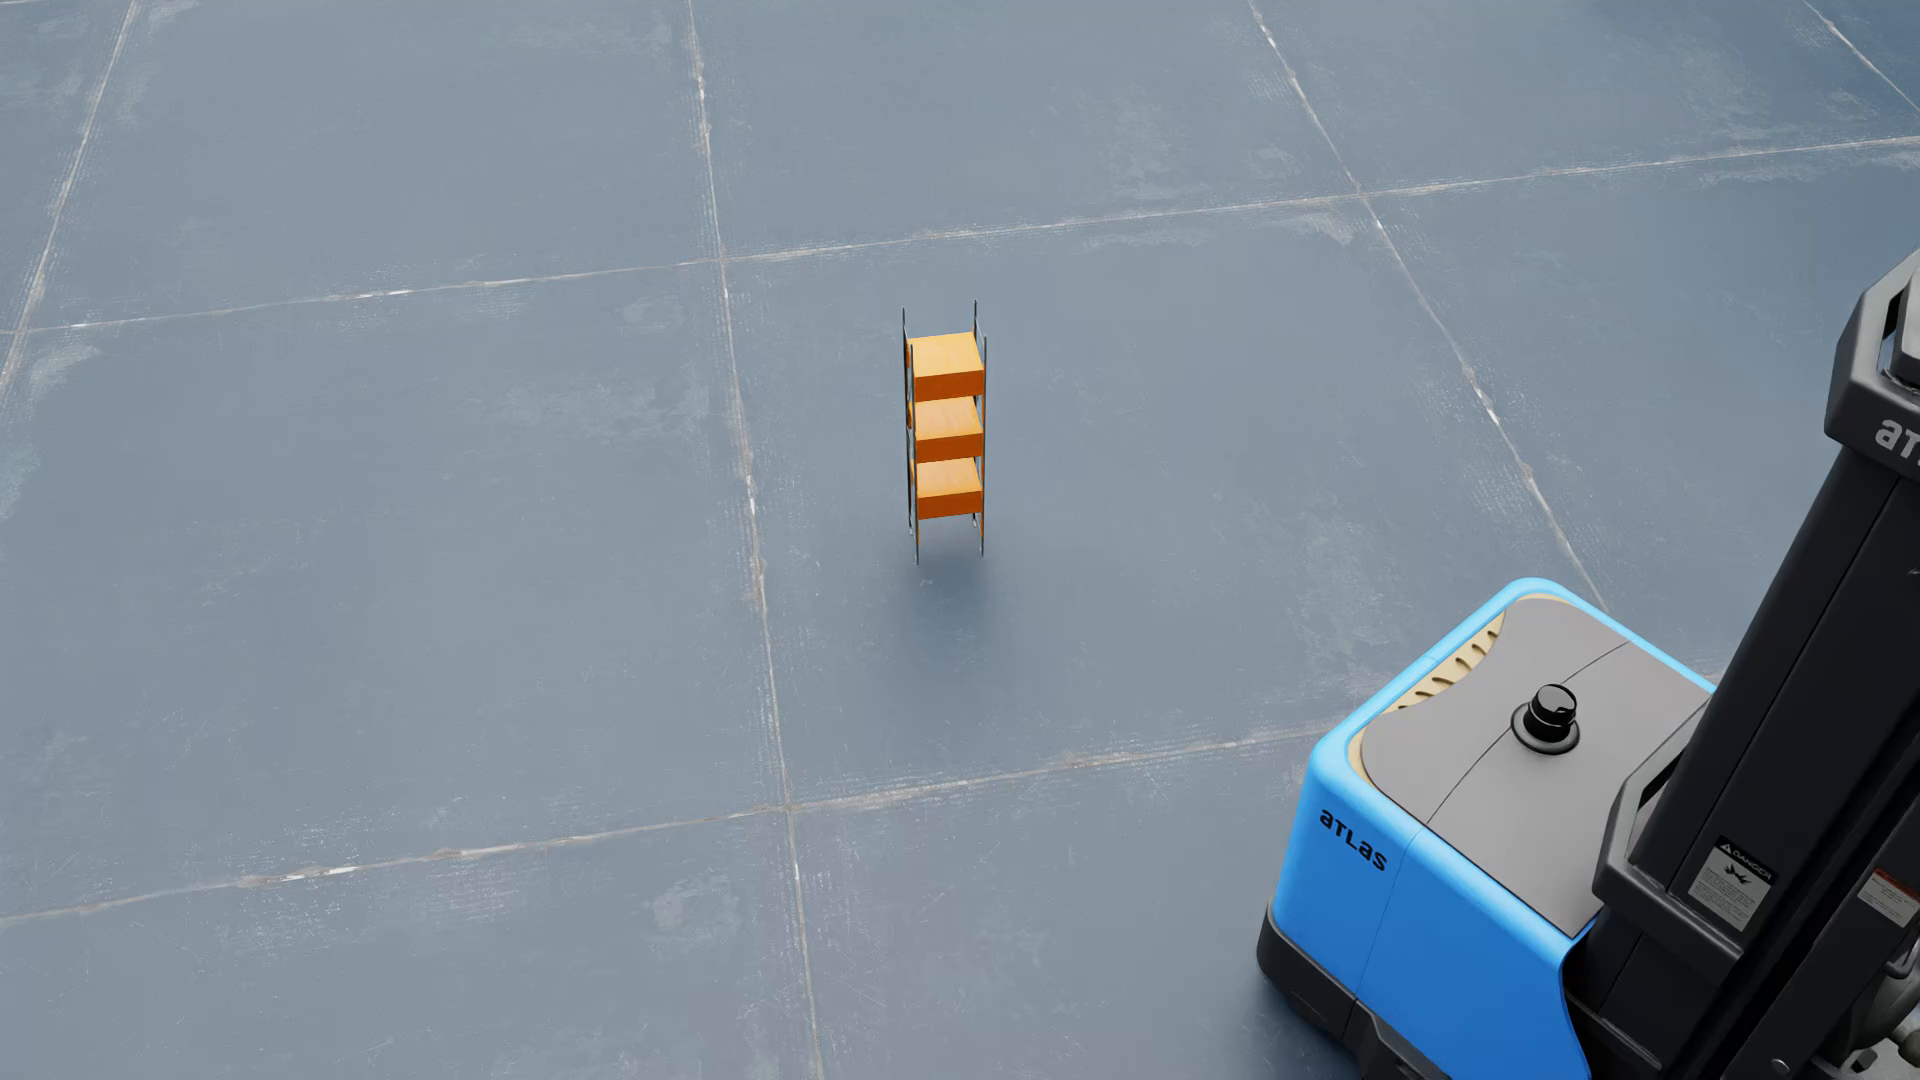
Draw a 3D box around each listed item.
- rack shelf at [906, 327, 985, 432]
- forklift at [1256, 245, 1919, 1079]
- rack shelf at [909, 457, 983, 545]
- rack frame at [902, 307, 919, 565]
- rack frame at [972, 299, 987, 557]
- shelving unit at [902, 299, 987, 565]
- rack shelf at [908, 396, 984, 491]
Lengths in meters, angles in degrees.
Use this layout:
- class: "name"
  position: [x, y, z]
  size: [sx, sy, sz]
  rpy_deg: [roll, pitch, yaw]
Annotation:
- class: "rack shelf"
  position: [-0.053, -0.547, 5.669]
  size: [0.240, 0.259, 0.215]
  rpy_deg: [-7, 46, -7]
- class: "forklift"
  position: [2.237, 0.832, 3.413]
  size: [1.130, 2.935, 3.031]
  rpy_deg: [-33, 54, -27]
- class: "rack shelf"
  position: [-0.053, -0.158, 6.073]
  size: [0.240, 0.259, 0.215]
  rpy_deg: [-7, 46, -7]
- class: "rack frame"
  position: [-0.173, -0.343, 5.851]
  size: [0.008, 1.050, 0.200]
  rpy_deg: [-7, 46, -7]
- class: "rack frame"
  position: [0.067, -0.373, 5.880]
  size: [0.008, 1.050, 0.200]
  rpy_deg: [-7, 46, -7]
- class: "shelving unit"
  position: [-0.053, -0.358, 5.866]
  size: [0.252, 1.050, 0.215]
  rpy_deg: [-7, 46, -7]
- class: "rack shelf"
  position: [-0.053, -0.350, 5.873]
  size: [0.240, 0.259, 0.215]
  rpy_deg: [-7, 46, -7]
